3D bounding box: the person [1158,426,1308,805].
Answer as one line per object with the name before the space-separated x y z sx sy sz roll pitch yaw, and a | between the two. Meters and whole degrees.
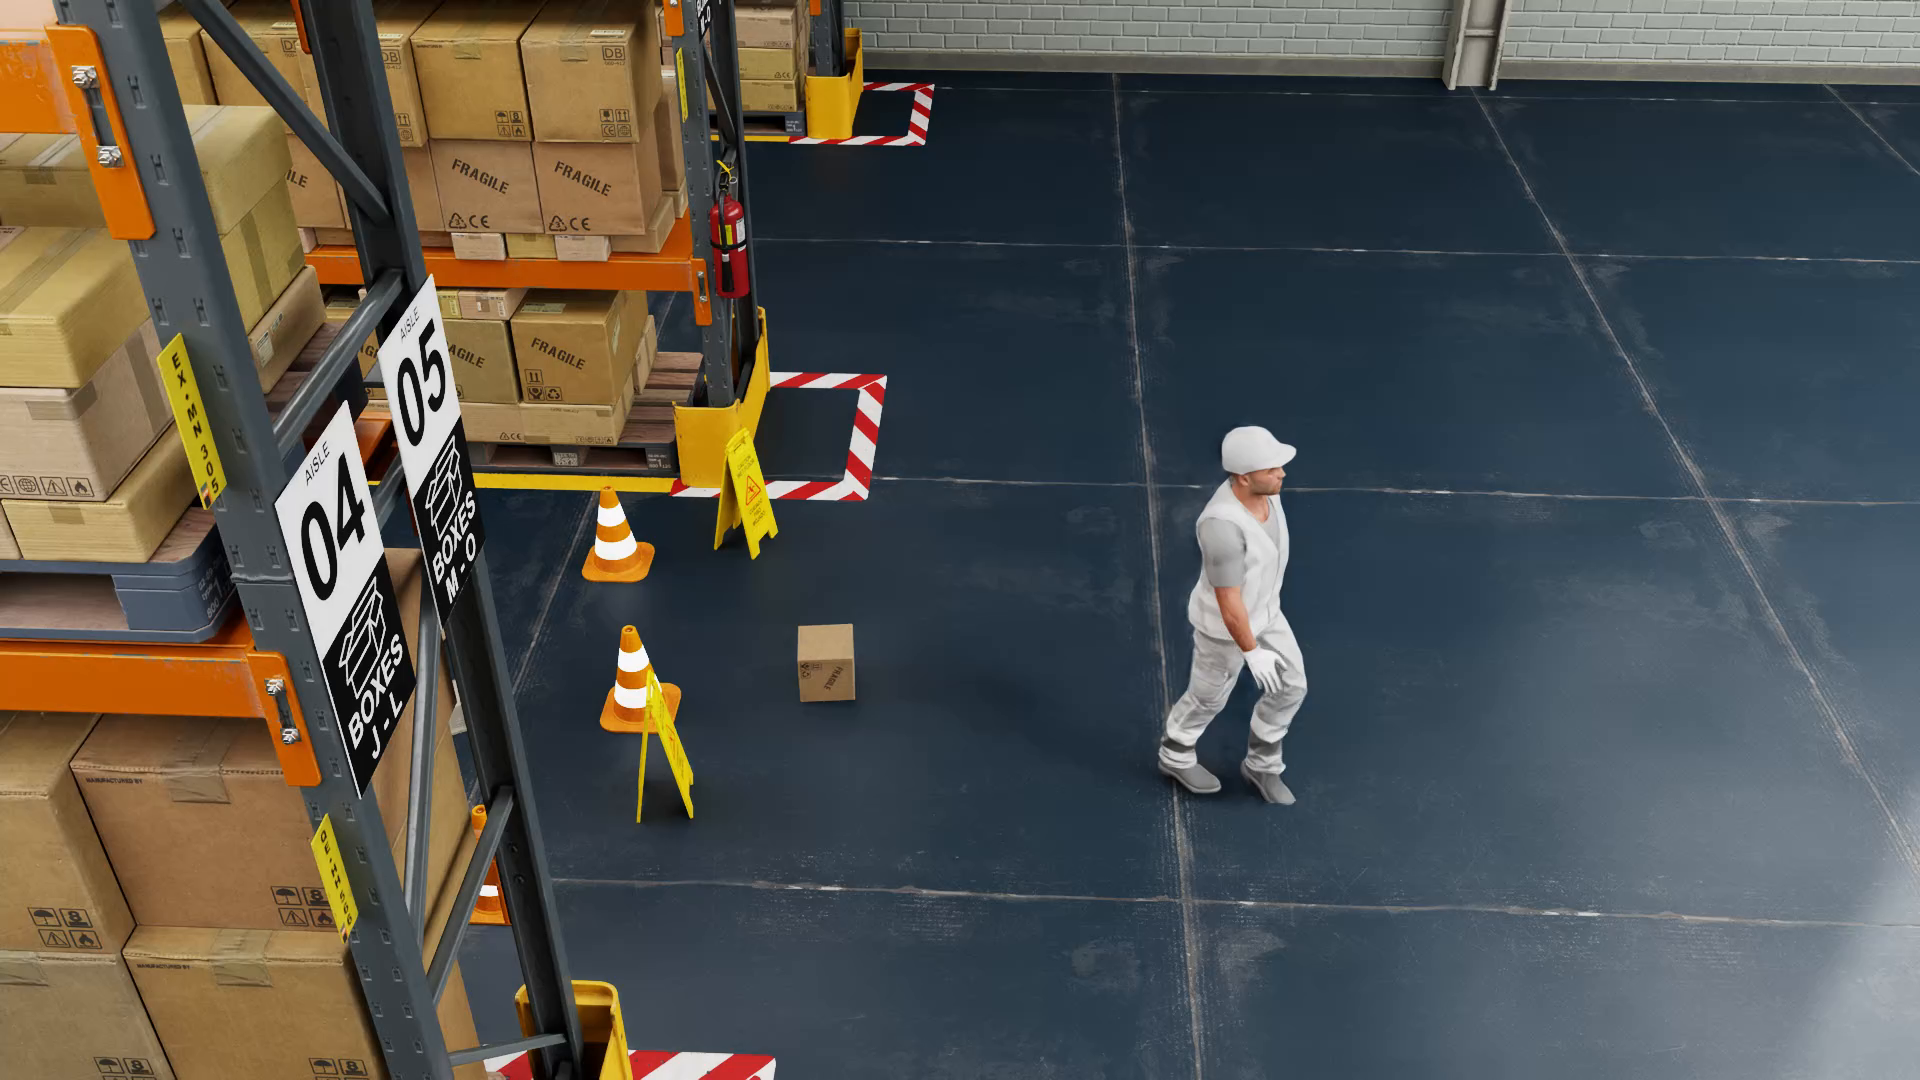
person | 1.131 0.355 6.622 0.584 1.853 0.540 22 41 28
